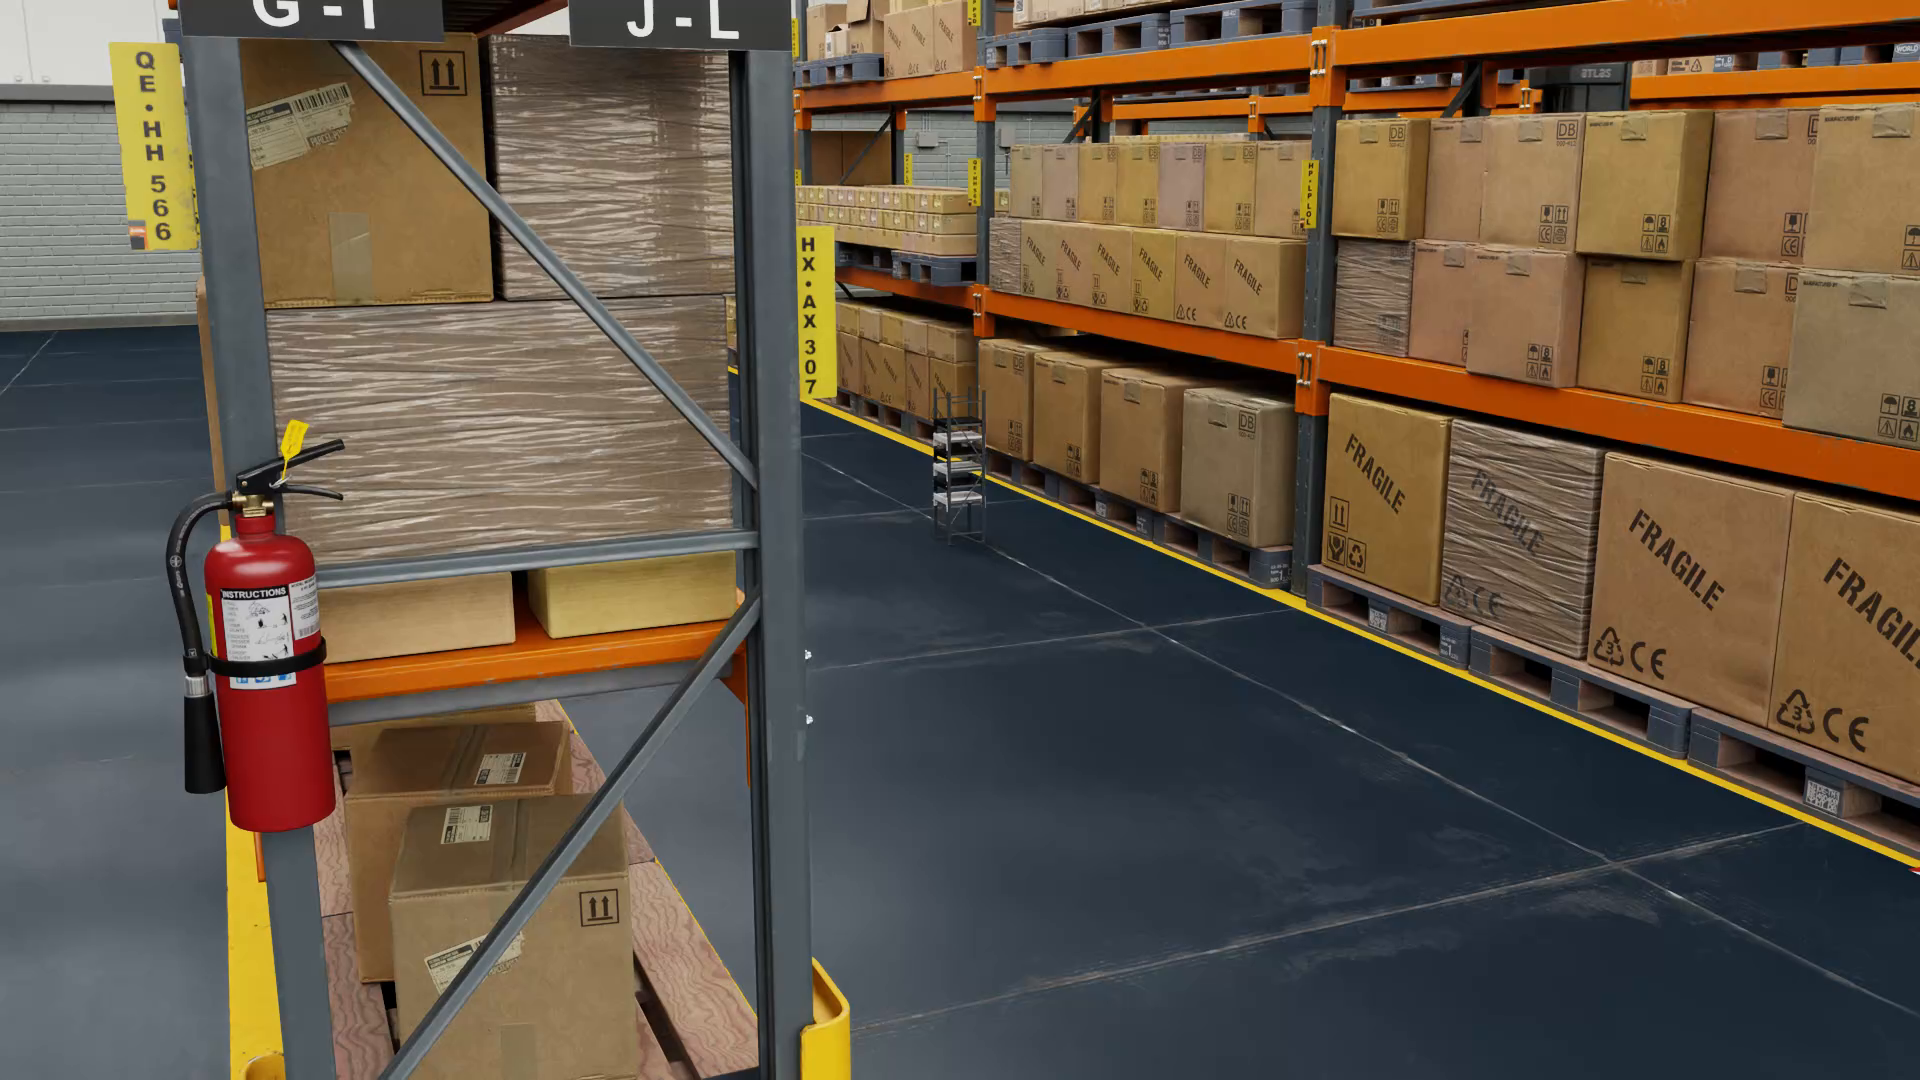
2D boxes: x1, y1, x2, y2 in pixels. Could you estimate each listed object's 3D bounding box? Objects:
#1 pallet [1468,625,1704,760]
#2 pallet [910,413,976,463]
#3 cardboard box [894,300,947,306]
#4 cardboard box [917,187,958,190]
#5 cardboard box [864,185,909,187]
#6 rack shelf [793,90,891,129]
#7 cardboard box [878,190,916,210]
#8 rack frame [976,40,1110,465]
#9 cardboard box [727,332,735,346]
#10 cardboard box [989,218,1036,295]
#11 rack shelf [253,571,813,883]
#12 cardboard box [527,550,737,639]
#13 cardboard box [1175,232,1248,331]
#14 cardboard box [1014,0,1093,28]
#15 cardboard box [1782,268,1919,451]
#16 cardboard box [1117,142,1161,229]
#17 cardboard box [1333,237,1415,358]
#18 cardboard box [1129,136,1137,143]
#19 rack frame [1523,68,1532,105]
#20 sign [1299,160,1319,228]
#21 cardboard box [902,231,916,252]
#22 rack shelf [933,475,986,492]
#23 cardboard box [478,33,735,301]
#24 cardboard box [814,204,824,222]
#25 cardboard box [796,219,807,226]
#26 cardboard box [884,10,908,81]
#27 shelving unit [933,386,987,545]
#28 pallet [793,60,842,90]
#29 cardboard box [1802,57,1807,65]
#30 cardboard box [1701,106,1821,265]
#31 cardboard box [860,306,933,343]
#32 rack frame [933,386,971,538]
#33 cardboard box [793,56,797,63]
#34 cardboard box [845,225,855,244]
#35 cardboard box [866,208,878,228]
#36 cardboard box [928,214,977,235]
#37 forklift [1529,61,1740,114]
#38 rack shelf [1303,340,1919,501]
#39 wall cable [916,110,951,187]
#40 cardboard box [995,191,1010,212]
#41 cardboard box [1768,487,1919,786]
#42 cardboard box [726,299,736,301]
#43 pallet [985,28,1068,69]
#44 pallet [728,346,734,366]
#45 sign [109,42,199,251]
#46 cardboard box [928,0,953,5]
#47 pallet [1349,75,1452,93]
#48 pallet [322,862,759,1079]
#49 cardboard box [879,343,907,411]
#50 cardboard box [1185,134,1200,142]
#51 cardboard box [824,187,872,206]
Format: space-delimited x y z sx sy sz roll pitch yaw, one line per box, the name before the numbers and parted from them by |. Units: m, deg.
pallet | 2.927 0.561 6.976 1.003 0.211 1.213 -6 14 -23
pallet | 0.287 -0.843 13.045 1.003 0.211 1.213 -6 14 -23
cardboard box | -0.280 -1.980 14.723 0.500 0.250 0.500 -5 14 -20
cardboard box | -0.143 -2.904 14.071 0.380 0.149 0.250 -6 14 -25
cardboard box | -0.664 -3.173 15.235 0.380 0.149 0.250 -5 14 -20
rack shelf | -1.805 -4.391 17.131 1.077 0.370 4.000 -6 14 -23
cardboard box | -0.423 -2.683 13.118 0.380 0.149 0.250 -6 14 -23
rack frame | 0.599 -2.040 12.032 1.000 3.000 0.127 -6 14 -23
cardboard box | -2.402 -2.211 18.163 0.380 0.149 0.250 -5 14 -22
cardboard box | 0.531 -1.972 11.515 0.500 0.500 0.500 -5 14 -22
rack shelf | -1.583 -0.023 4.912 1.077 0.370 4.000 -6 14 -23
cardboard box | -0.677 0.082 3.421 0.380 0.149 0.250 -6 14 -23
cardboard box | 1.545 -1.450 9.263 0.500 0.500 0.500 -6 14 -24
cardboard box | 0.687 -3.542 10.913 0.500 0.311 0.500 -6 14 -23
cardboard box | 3.373 -0.645 5.670 0.875 0.550 0.550 -6 14 -23
cardboard box | 1.386 -2.167 10.139 0.700 0.500 0.500 -6 14 -24
cardboard box | 2.360 -1.212 8.120 0.875 0.550 0.550 -6 14 -23
cardboard box | 2.223 -4.700 19.649 0.380 0.149 0.250 -5 14 -22
rack frame | 5.094 -2.508 14.054 1.000 3.000 0.127 -6 14 -23
sign | 1.708 -1.688 8.120 0.100 0.325 0.005 -6 14 -23
cardboard box | -0.221 -2.287 12.726 0.380 0.149 0.250 -5 14 -22
rack shelf | -0.003 -0.320 9.803 0.258 0.077 0.200 -6 14 -23
cardboard box | -0.752 -0.779 3.485 0.500 0.500 0.500 -6 14 -23
cardboard box | -1.058 -2.864 14.558 0.380 0.149 0.250 -5 14 -22
cardboard box | -1.267 -2.826 15.053 0.380 0.149 0.250 -6 14 -26
cardboard box | -0.272 -3.851 12.983 0.500 0.500 0.500 -6 14 -23
shelving unit | -0.003 -0.440 9.776 0.258 0.900 0.210 -6 14 -23
pallet | -0.854 -4.099 14.693 1.213 0.211 1.003 -6 14 -23
cardboard box | 8.786 -4.859 17.010 0.380 0.149 0.250 -5 14 -21
cardboard box | 3.286 -1.300 6.106 0.875 0.550 0.550 -6 14 -23
cardboard box | -0.534 -1.827 14.059 0.500 0.250 0.500 -5 14 -21
rack frame | -0.044 -0.461 9.866 0.240 0.900 0.006 -6 14 -23
cardboard box | -1.421 -4.571 15.538 0.500 0.250 0.500 -6 14 -26
cardboard box | -0.739 -2.557 13.889 0.380 0.149 0.250 -6 14 -24
cardboard box | -0.535 -2.594 13.394 0.380 0.149 0.250 -5 14 -22
cardboard box | -0.016 -2.328 12.243 0.380 0.149 0.250 -5 14 -22
forklift | 4.613 -1.790 11.106 3.031 2.935 1.130 2 13 6
rack shelf | 3.002 -0.450 6.757 1.077 0.370 4.000 -6 14 -23
wall cable | -0.391 -5.834 26.102 0.585 1.953 0.123 -6 14 -23
cardboard box | 0.481 -2.580 12.673 0.380 0.149 0.250 -6 14 -24
cardboard box | 3.471 0.309 5.663 0.875 0.875 0.875 -6 14 -23
cardboard box | -2.487 -2.613 18.581 0.380 0.149 0.250 -5 14 -22
pallet | 0.905 -3.281 11.161 1.213 0.211 1.003 -5 14 -20
pallet | -2.282 -2.148 18.681 1.003 0.211 1.213 -6 14 -23
sign | -1.298 -0.632 2.681 0.100 0.325 0.005 -6 14 -23
cardboard box | -0.020 -4.088 12.308 0.396 0.266 0.258 -6 14 -23
pallet | 4.337 -4.236 15.289 1.003 0.211 1.213 -5 14 -20
pallet | -1.105 1.212 4.167 1.003 0.211 1.213 -6 14 -23
cardboard box | -0.336 -1.355 13.683 0.500 0.500 0.500 -6 14 -25
cardboard box | 2.728 -4.437 18.511 0.380 0.149 0.250 -6 14 -23
cardboard box | -0.952 -2.954 14.286 0.380 0.149 0.250 -6 14 -24
